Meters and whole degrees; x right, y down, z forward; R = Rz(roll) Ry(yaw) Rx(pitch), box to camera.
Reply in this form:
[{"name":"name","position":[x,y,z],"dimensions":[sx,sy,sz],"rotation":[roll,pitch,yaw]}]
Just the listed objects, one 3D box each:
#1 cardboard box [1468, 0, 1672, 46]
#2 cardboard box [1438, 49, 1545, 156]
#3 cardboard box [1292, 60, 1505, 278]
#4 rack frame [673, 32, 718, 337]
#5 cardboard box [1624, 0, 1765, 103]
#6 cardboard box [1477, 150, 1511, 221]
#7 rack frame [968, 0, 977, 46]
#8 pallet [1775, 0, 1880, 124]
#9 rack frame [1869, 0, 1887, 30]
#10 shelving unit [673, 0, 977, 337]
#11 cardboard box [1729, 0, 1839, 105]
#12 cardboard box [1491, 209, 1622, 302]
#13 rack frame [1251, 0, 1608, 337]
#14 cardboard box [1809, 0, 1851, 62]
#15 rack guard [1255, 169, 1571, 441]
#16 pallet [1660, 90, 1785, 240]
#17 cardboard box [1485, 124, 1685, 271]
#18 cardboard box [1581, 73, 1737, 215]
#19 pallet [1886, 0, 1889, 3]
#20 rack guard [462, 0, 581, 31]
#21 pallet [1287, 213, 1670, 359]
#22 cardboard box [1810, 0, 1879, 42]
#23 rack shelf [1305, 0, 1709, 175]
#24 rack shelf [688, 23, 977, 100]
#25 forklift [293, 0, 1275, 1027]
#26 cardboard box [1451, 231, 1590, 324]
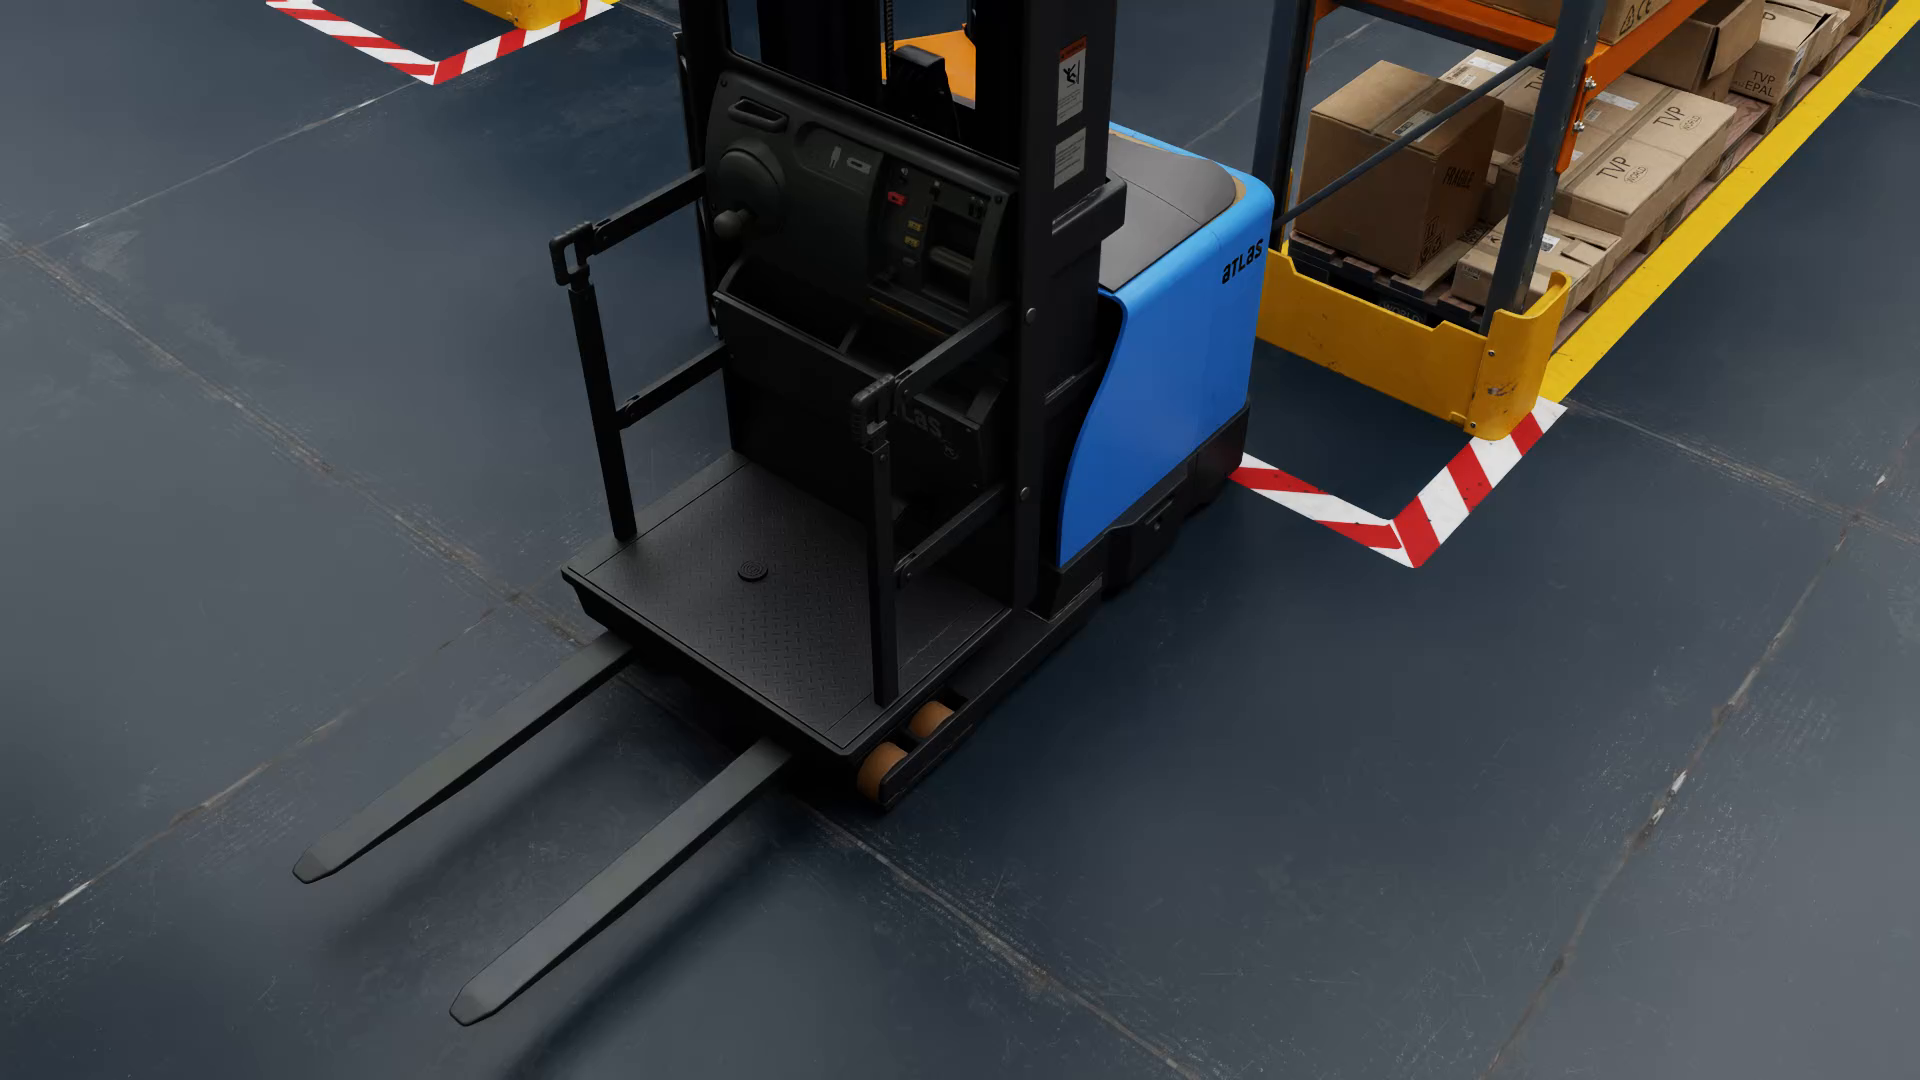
[{"name":"cardboard box","position":[1.909,-1.880,5.013],"dimensions":[0.500,0.500,0.500],"rotation":[31,50,29]},{"name":"cardboard box","position":[2.217,-1.737,6.647],"dimensions":[0.500,0.250,0.500],"rotation":[29,50,28]},{"name":"cardboard box","position":[1.583,-1.353,6.039],"dimensions":[0.500,0.500,0.500],"rotation":[29,50,28]},{"name":"rack frame","position":[-0.830,-1.071,5.592],"dimensions":[0.032,1.125,0.500],"rotation":[-14,44,-15]},{"name":"cardboard box","position":[2.791,-2.058,6.812],"dimensions":[0.797,0.503,0.637],"rotation":[29,50,28]},{"name":"cardboard box","position":[1.913,-1.399,6.338],"dimensions":[0.380,0.166,0.250],"rotation":[29,50,28]},{"name":"rack frame","position":[0.125,-1.305,5.849],"dimensions":[0.032,1.125,0.500],"rotation":[-14,44,-15]},{"name":"pallet","position":[3.553,-2.403,7.736],"dimensions":[1.003,0.211,1.213],"rotation":[29,50,28]},{"name":"rack frame","position":[3.996,-3.788,7.187],"dimensions":[1.000,3.000,0.127],"rotation":[29,50,28]},{"name":"shelving unit","position":[-0.352,-1.188,5.721],"dimensions":[1.048,1.125,0.538],"rotation":[-14,44,-15]},{"name":"cardboard box","position":[3.364,-2.154,7.061],"dimensions":[0.500,0.311,0.500],"rotation":[29,50,28]},{"name":"cardboard box","position":[2.115,-1.039,5.942],"dimensions":[0.380,0.166,0.250],"rotation":[29,50,28]},{"name":"rack frame","position":[1.422,-1.729,4.921],"dimensions":[1.000,3.000,0.127],"rotation":[29,50,28]},{"name":"cardboard box","position":[3.651,-2.261,7.299],"dimensions":[0.380,0.149,0.250],"rotation":[29,50,28]},{"name":"rack guard","position":[1.471,-0.843,5.805],"dimensions":[1.175,0.500,0.348],"rotation":[29,50,28]},{"name":"pallet","position":[2.768,-1.772,7.042],"dimensions":[1.003,0.211,1.213],"rotation":[29,50,28]},{"name":"cardboard box","position":[2.311,-1.289,6.154],"dimensions":[0.500,0.250,0.500],"rotation":[29,50,28]},{"name":"cardboard box","position":[2.632,-1.546,6.437],"dimensions":[0.500,0.250,0.500],"rotation":[29,50,28]},{"name":"pallet","position":[4.491,-3.192,8.603],"dimensions":[1.003,0.211,1.213],"rotation":[29,50,28]},{"name":"rack guard","position":[-2.373,-2.932,8.103],"dimensions":[1.175,0.500,0.348],"rotation":[29,50,28]},{"name":"pallet","position":[1.983,-1.147,6.355],"dimensions":[1.003,0.211,1.213],"rotation":[29,50,28]},{"name":"cardboard box","position":[3.846,-2.610,7.422],"dimensions":[0.500,0.500,0.500],"rotation":[29,50,28]},{"name":"rack shelf","position":[2.709,-2.492,6.296],"dimensions":[1.077,0.370,4.000],"rotation":[29,50,28]},{"name":"rack shelf","position":[-0.352,-1.405,5.524],"dimensions":[1.000,0.278,0.538],"rotation":[-14,44,-15]},{"name":"forklift","position":[-0.401,-0.758,3.905],"dimensions":[1.130,2.935,3.031],"rotation":[29,50,28]},{"name":"cardboard box","position":[1.954,-0.903,5.806],"dimensions":[0.380,0.149,0.250],"rotation":[29,50,28]}]
